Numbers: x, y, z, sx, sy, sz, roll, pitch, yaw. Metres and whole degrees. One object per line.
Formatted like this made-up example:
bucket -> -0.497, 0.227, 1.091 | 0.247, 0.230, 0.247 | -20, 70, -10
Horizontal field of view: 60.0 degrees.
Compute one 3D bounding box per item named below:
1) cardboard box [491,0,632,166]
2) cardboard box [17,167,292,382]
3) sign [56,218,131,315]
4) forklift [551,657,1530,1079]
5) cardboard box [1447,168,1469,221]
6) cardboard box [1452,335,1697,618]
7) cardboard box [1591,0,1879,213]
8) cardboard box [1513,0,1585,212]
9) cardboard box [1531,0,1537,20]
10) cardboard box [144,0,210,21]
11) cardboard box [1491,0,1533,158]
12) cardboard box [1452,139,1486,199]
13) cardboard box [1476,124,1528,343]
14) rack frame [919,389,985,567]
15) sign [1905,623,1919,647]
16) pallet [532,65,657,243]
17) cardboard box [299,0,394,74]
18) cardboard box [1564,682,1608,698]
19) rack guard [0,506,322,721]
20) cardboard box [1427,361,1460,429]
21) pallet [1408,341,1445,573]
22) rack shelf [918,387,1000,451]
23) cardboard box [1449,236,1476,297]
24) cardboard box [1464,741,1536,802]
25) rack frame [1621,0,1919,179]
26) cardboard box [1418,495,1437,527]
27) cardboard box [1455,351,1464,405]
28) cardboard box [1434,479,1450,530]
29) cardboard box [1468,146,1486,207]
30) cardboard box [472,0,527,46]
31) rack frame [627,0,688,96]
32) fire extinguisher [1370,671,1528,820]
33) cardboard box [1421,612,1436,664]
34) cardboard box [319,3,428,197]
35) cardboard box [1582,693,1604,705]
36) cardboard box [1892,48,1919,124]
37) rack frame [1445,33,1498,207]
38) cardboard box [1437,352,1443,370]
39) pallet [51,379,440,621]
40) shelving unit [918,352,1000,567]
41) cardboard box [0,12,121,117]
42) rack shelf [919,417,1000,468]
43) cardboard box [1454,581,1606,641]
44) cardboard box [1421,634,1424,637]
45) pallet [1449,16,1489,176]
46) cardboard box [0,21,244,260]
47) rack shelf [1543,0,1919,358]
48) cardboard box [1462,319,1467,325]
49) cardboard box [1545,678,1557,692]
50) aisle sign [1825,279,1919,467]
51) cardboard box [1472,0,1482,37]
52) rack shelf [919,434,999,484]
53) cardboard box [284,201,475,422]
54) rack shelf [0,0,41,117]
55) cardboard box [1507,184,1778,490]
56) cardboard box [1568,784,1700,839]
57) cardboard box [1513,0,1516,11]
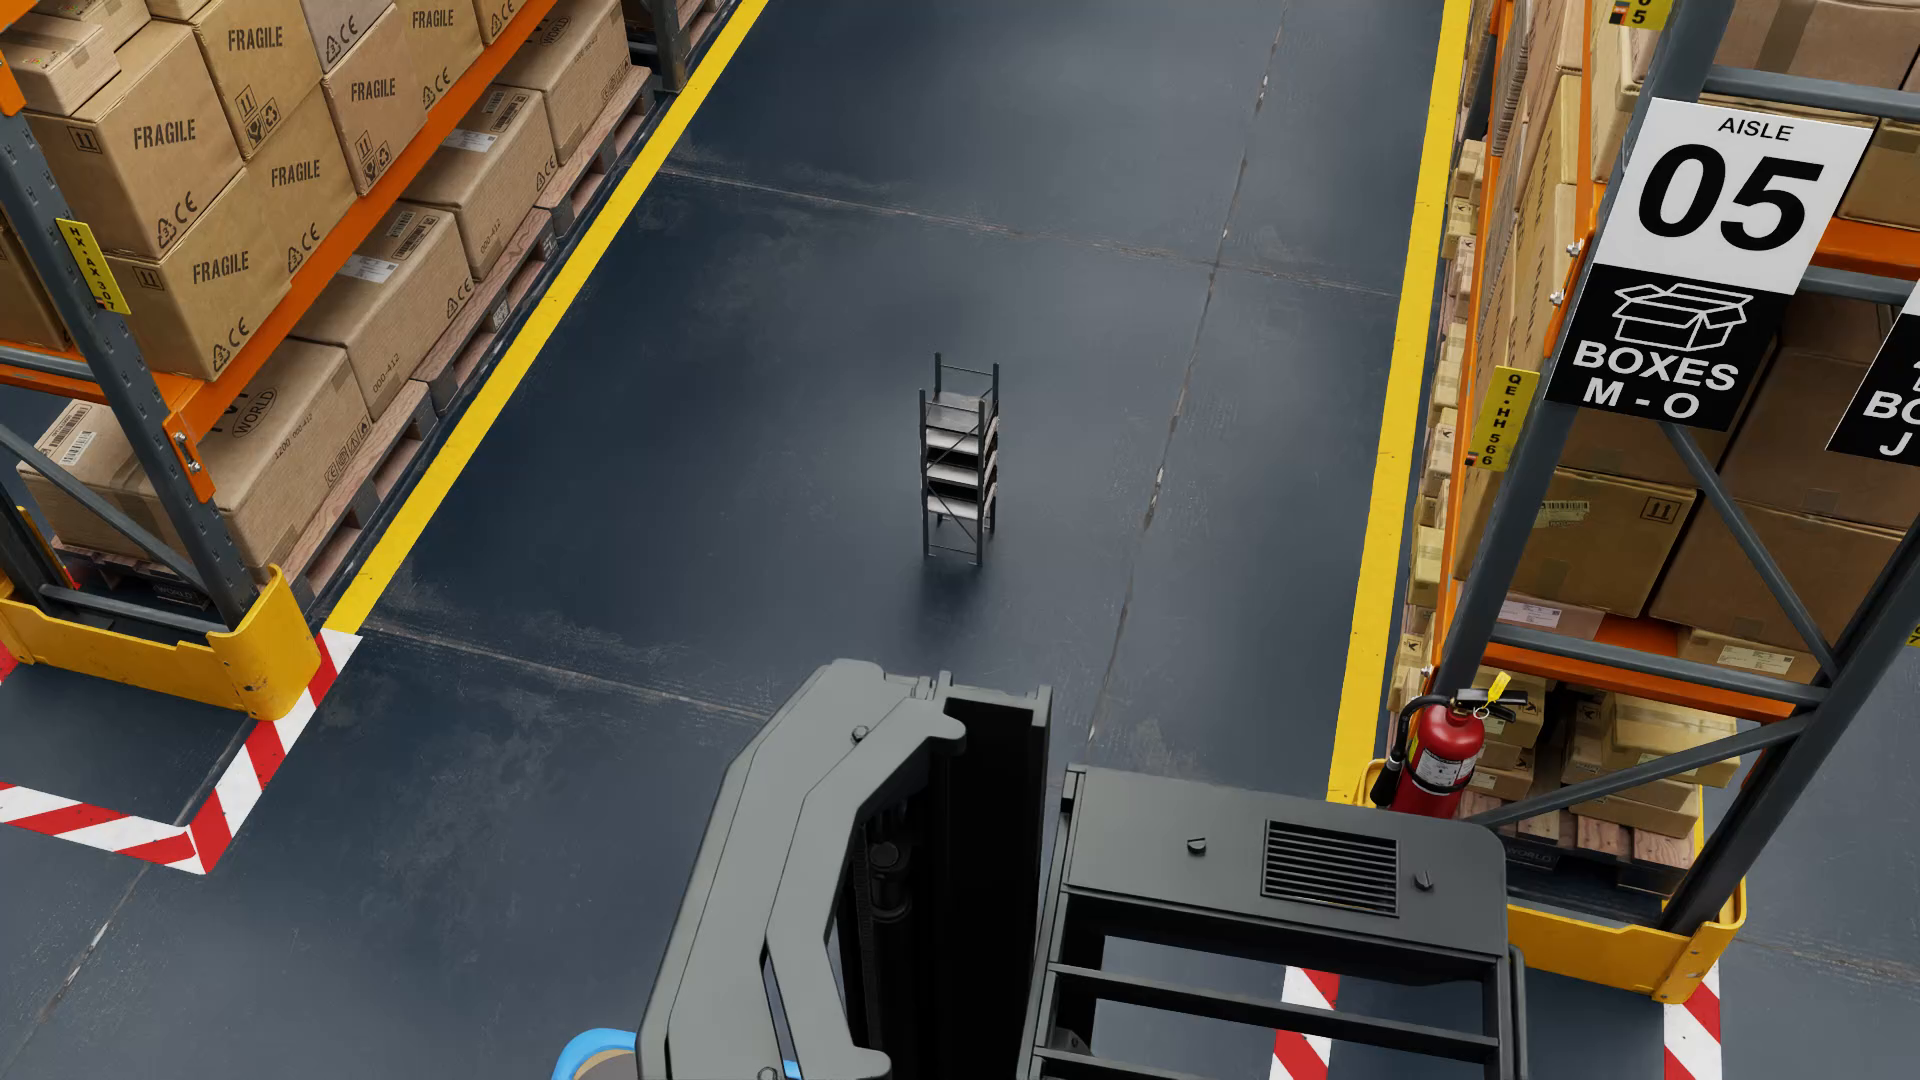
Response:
cardboard box -> -2.208, -2.326, 8.150 | 0.875, 0.438, 0.875 | 11, 49, 9
cardboard box -> -2.589, -0.898, 5.394 | 0.500, 0.500, 0.500 | 11, 50, 10
sign -> -2.458, -0.773, 4.721 | 0.100, 0.325, 0.005 | 12, 50, 10
forklift -> 0.400, 1.517, 3.375 | 3.031, 2.935, 1.130 | 8, 49, 7
cardboard box -> 2.457, -1.560, 7.666 | 0.380, 0.149, 0.250 | 10, 49, 8
cardboard box -> 1.680, -0.178, 4.560 | 0.500, 0.500, 0.500 | 12, 50, 11
cardboard box -> 1.674, -0.995, 3.646 | 0.500, 0.250, 0.500 | 11, 49, 9
cardboard box -> 1.952, -1.258, 4.846 | 0.500, 0.500, 0.500 | 14, 50, 12
cardboard box -> 2.225, -2.012, 5.512 | 0.500, 0.500, 0.500 | 12, 50, 11
cardboard box -> -2.452, -1.724, 5.024 | 0.380, 0.149, 0.250 | 13, 50, 11
cardboard box -> 2.199, -1.671, 5.878 | 0.500, 0.500, 0.500 | 11, 49, 9
cardboard box -> 2.459, -1.659, 7.555 | 0.380, 0.149, 0.250 | 14, 50, 12
cardboard box -> 1.945, -0.918, 5.214 | 0.500, 0.500, 0.500 | 12, 50, 10
rack frame -> -0.029, -0.218, 6.261 | 0.240, 0.900, 0.006 | 12, 50, 10
sign -> 2.333, 0.150, 3.959 | 0.100, 0.325, 0.005 | 12, 50, 10
pallet -> -2.215, -2.011, 8.303 | 1.003, 0.211, 1.213 | 12, 50, 10
cardboard box -> -2.334, -1.978, 5.681 | 0.500, 0.500, 0.500 | 11, 50, 10
cardboard box -> 2.232, 0.402, 5.538 | 0.380, 0.149, 0.250 | 12, 50, 11
rack guard -> -2.999, 0.270, 6.097 | 1.175, 0.500, 0.348 | 12, 50, 10
cardboard box -> 2.064, -0.543, 6.570 | 0.380, 0.149, 0.250 | 12, 50, 10
pallet -> 2.401, -0.263, 6.761 | 1.003, 0.211, 1.213 | 12, 50, 10
rack shelf -> -0.002, -0.449, 6.149 | 0.258, 0.077, 0.200 | 12, 50, 10
cardboard box -> 2.372, -1.177, 7.329 | 0.380, 0.149, 0.250 | 11, 50, 10
cardboard box -> 1.747, 0.712, 5.661 | 0.380, 0.149, 0.250 | 12, 50, 11
rack frame -> 1.810, -1.656, 2.128 | 1.000, 3.000, 0.127 | 12, 50, 10
cardboard box -> 1.932, -0.156, 6.229 | 0.380, 0.149, 0.250 | 12, 50, 11
cardboard box -> 2.136, -0.623, 6.443 | 0.380, 0.149, 0.250 | 12, 50, 10
cardboard box -> 1.901, -0.054, 5.940 | 0.380, 0.149, 0.250 | 10, 49, 9
cardboard box -> 2.443, -1.561, 7.270 | 0.380, 0.149, 0.250 | 14, 50, 12
cardboard box -> -2.063, -2.375, 6.698 | 0.500, 0.500, 0.500 | 11, 49, 9
rack frame -> -1.939, -3.468, 7.729 | 1.000, 3.000, 0.127 | 12, 50, 10
fire extinguisher -> 1.298, 0.569, 4.466 | 0.296, 0.674, 0.183 | 12, 50, 10
cardboard box -> 1.794, 0.419, 5.722 | 0.380, 0.149, 0.250 | 11, 49, 9
cardboard box -> -2.331, -1.634, 6.044 | 0.500, 0.500, 0.500 | 11, 50, 10
cardboard box -> 2.322, 0.520, 5.632 | 0.380, 0.149, 0.250 | 11, 50, 10
cardboard box -> 2.179, -1.053, 3.363 | 0.500, 0.250, 0.500 | 12, 50, 11
rack frame -> 2.863, -2.564, 6.931 | 1.000, 3.000, 0.127 | 12, 50, 10
cardboard box -> 2.155, -0.613, 6.831 | 0.380, 0.149, 0.250 | 10, 49, 9
pallet -> -2.857, -0.246, 6.745 | 1.003, 0.211, 1.213 | 12, 50, 10
shelving unit -> -0.002, -0.292, 6.326 | 0.258, 0.900, 0.210 | 12, 50, 10
cardboard box -> -2.632, -1.355, 4.698 | 0.380, 0.149, 0.250 | 13, 50, 11
rack shelf -> -0.002, -0.389, 6.216 | 0.258, 0.077, 0.200 | 12, 50, 10
cardboard box -> 1.623, 0.121, 4.729 | 0.380, 0.149, 0.250 | 12, 50, 10
cardboard box -> 1.870, 0.332, 5.997 | 0.380, 0.149, 0.250 | 11, 50, 10
pallet -> 3.066, -2.205, 8.474 | 1.003, 0.211, 1.213 | 12, 50, 10
cardboard box -> -2.591, -1.230, 5.020 | 0.500, 0.500, 0.500 | 11, 49, 9
rack shelf -> 2.336, -1.872, 4.800 | 1.077, 0.370, 4.000 | 12, 50, 10
cardboard box -> 2.280, -0.886, 6.873 | 0.380, 0.149, 0.250 | 14, 50, 12
cardboard box -> 1.826, 0.333, 5.599 | 0.380, 0.149, 0.250 | 12, 50, 11
aisle sign -> 2.080, -0.419, 3.304 | 0.394, 0.787, 0.004 | 12, 50, 10
cardboard box -> 2.950, -2.832, 8.555 | 0.500, 0.500, 0.500 | 11, 49, 9
rack shelf -> -0.002, -0.329, 6.284 | 0.258, 0.077, 0.200 | 12, 50, 10
cardboard box -> -2.682, -1.026, 7.003 | 0.875, 0.438, 0.875 | 13, 50, 11
rack shelf -> -2.466, -2.776, 5.597 | 1.077, 0.370, 4.000 | 12, 50, 10
cardboard box -> 1.690, -0.513, 4.189 | 0.500, 0.500, 0.500 | 11, 49, 9
cardboard box -> 2.257, 0.818, 5.568 | 0.380, 0.149, 0.250 | 12, 50, 11
cardboard box -> 2.489, -2.387, 6.510 | 0.500, 0.500, 0.500 | 11, 49, 9
